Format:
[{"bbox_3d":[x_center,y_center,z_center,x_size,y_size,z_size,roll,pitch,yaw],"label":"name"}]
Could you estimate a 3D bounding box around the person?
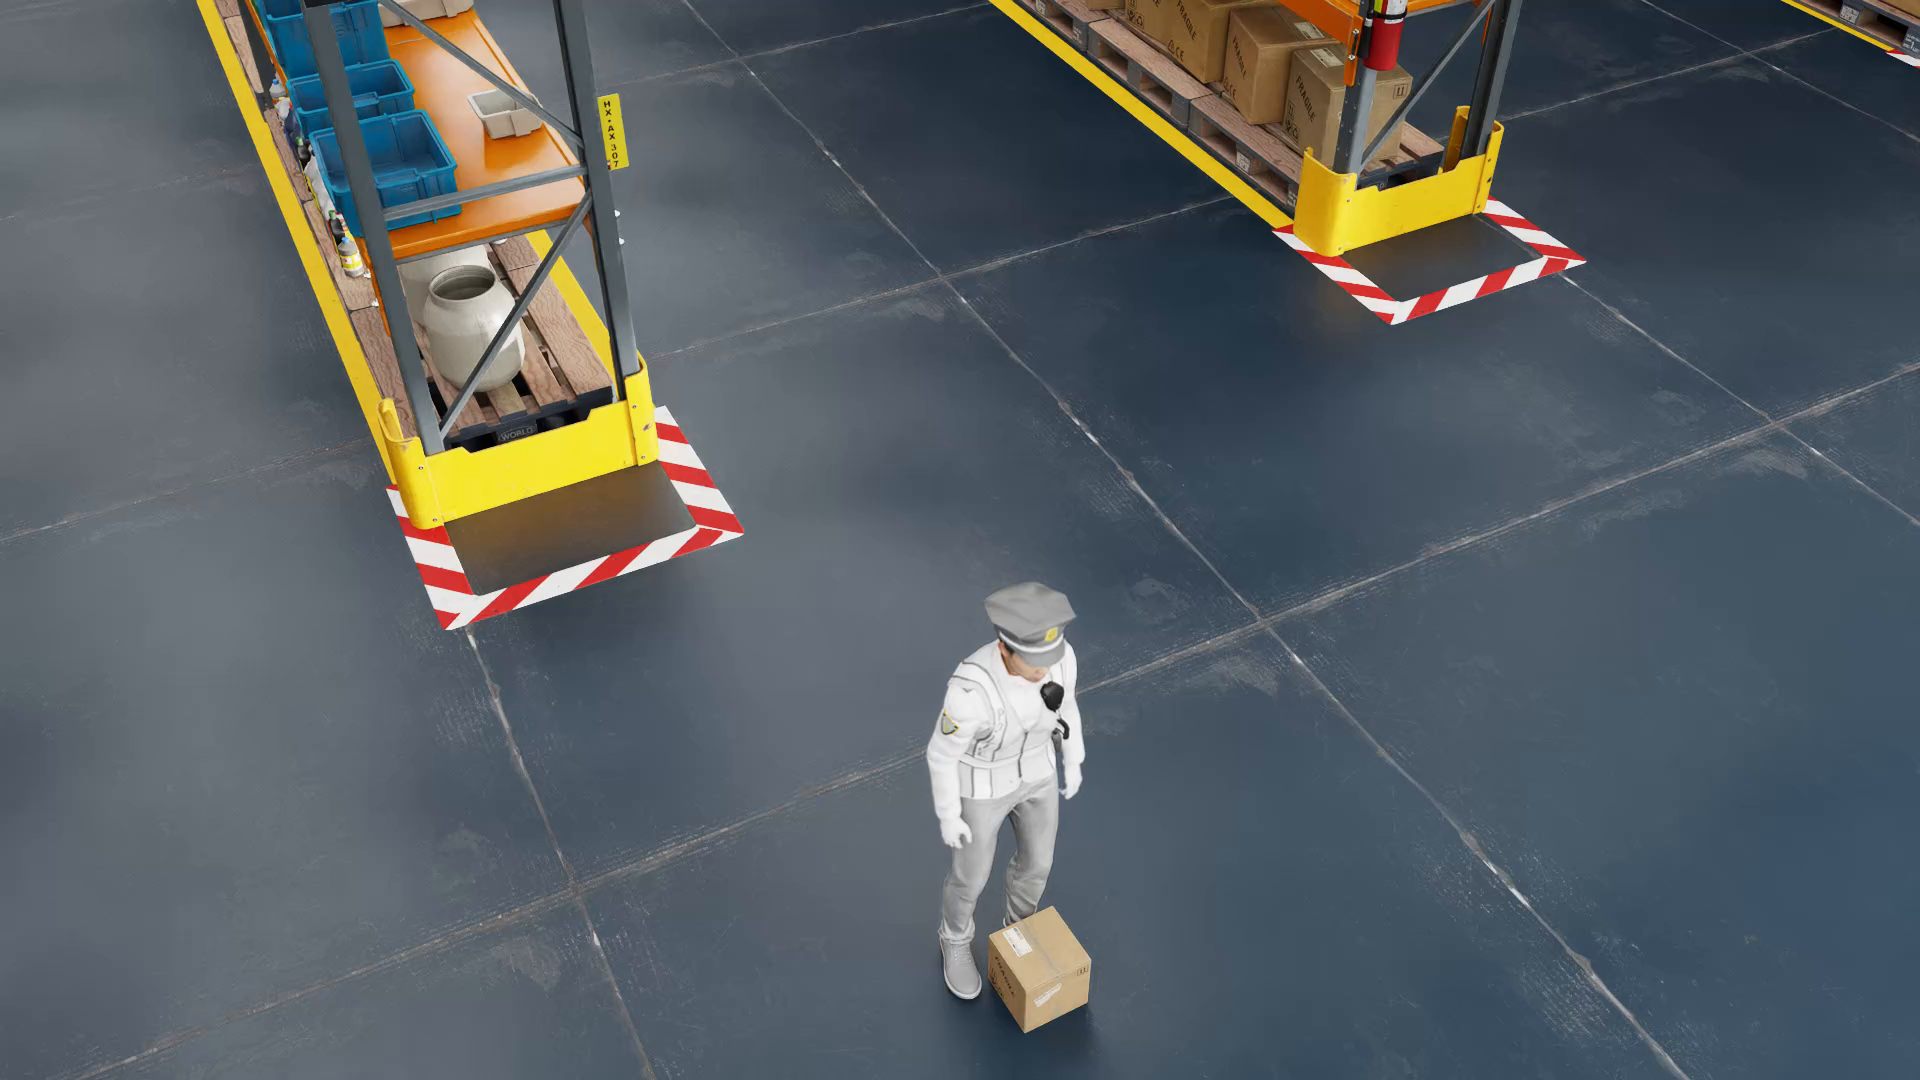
[{"bbox_3d":[0.162,0.785,5.269,0.540,1.663,0.405,-20,45,-21],"label":"person"}]
